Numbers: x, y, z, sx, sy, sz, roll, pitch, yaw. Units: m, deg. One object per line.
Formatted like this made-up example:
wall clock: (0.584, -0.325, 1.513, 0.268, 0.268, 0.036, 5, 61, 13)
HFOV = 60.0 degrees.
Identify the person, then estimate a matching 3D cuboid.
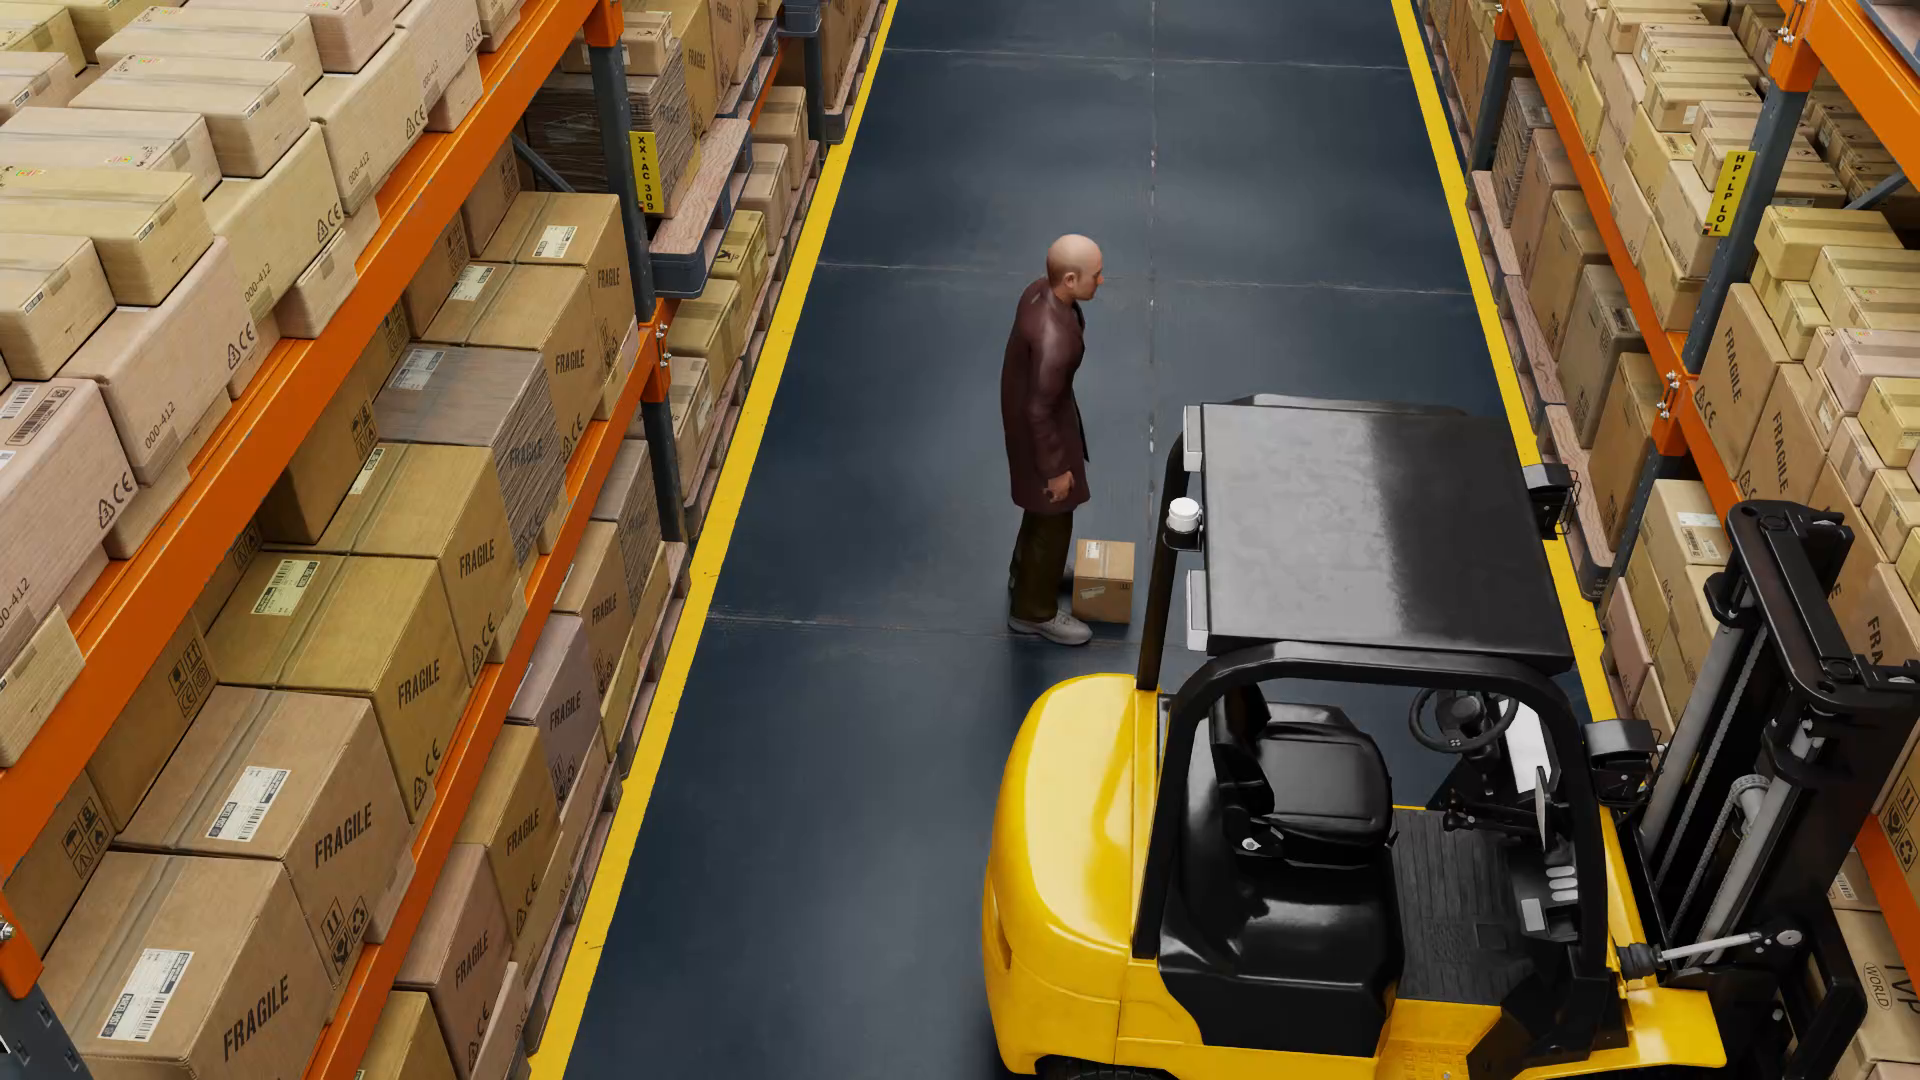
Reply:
person: (0.369, -0.420, 6.676, 0.419, 1.774, 0.646, 3, 40, 3)
